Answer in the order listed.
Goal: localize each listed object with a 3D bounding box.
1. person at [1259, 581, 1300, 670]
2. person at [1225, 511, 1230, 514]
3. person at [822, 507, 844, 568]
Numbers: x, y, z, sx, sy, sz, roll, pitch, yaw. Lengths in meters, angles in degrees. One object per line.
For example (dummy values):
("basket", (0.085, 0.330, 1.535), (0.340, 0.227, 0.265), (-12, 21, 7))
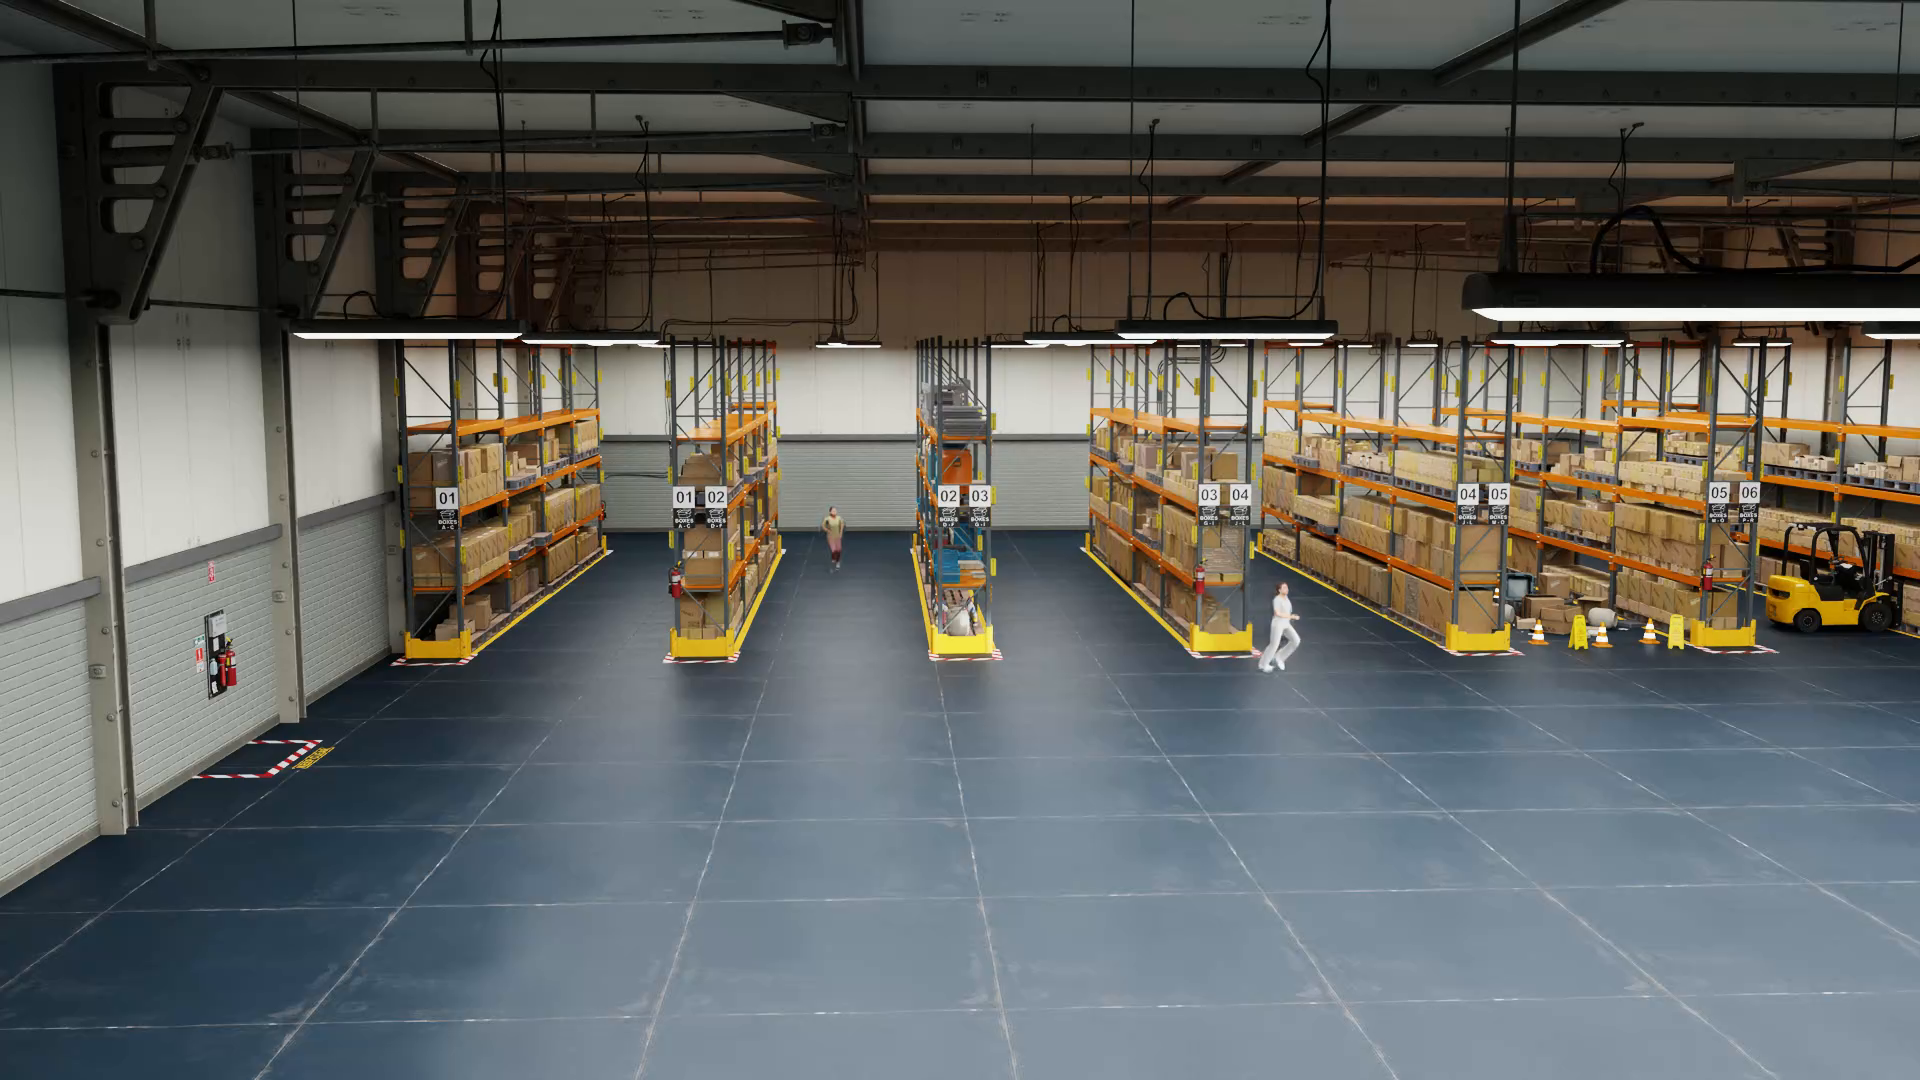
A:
("person", (5.733, 1.531, 29.639), (0.804, 1.617, 0.576), (6, 9, 44))
("person", (7.414, -0.557, 47.565), (0.761, 1.740, 0.908), (1, 7, 12))
("person", (-3.243, -0.062, 42.650), (0.583, 1.604, 0.582), (-1, 7, -12))
